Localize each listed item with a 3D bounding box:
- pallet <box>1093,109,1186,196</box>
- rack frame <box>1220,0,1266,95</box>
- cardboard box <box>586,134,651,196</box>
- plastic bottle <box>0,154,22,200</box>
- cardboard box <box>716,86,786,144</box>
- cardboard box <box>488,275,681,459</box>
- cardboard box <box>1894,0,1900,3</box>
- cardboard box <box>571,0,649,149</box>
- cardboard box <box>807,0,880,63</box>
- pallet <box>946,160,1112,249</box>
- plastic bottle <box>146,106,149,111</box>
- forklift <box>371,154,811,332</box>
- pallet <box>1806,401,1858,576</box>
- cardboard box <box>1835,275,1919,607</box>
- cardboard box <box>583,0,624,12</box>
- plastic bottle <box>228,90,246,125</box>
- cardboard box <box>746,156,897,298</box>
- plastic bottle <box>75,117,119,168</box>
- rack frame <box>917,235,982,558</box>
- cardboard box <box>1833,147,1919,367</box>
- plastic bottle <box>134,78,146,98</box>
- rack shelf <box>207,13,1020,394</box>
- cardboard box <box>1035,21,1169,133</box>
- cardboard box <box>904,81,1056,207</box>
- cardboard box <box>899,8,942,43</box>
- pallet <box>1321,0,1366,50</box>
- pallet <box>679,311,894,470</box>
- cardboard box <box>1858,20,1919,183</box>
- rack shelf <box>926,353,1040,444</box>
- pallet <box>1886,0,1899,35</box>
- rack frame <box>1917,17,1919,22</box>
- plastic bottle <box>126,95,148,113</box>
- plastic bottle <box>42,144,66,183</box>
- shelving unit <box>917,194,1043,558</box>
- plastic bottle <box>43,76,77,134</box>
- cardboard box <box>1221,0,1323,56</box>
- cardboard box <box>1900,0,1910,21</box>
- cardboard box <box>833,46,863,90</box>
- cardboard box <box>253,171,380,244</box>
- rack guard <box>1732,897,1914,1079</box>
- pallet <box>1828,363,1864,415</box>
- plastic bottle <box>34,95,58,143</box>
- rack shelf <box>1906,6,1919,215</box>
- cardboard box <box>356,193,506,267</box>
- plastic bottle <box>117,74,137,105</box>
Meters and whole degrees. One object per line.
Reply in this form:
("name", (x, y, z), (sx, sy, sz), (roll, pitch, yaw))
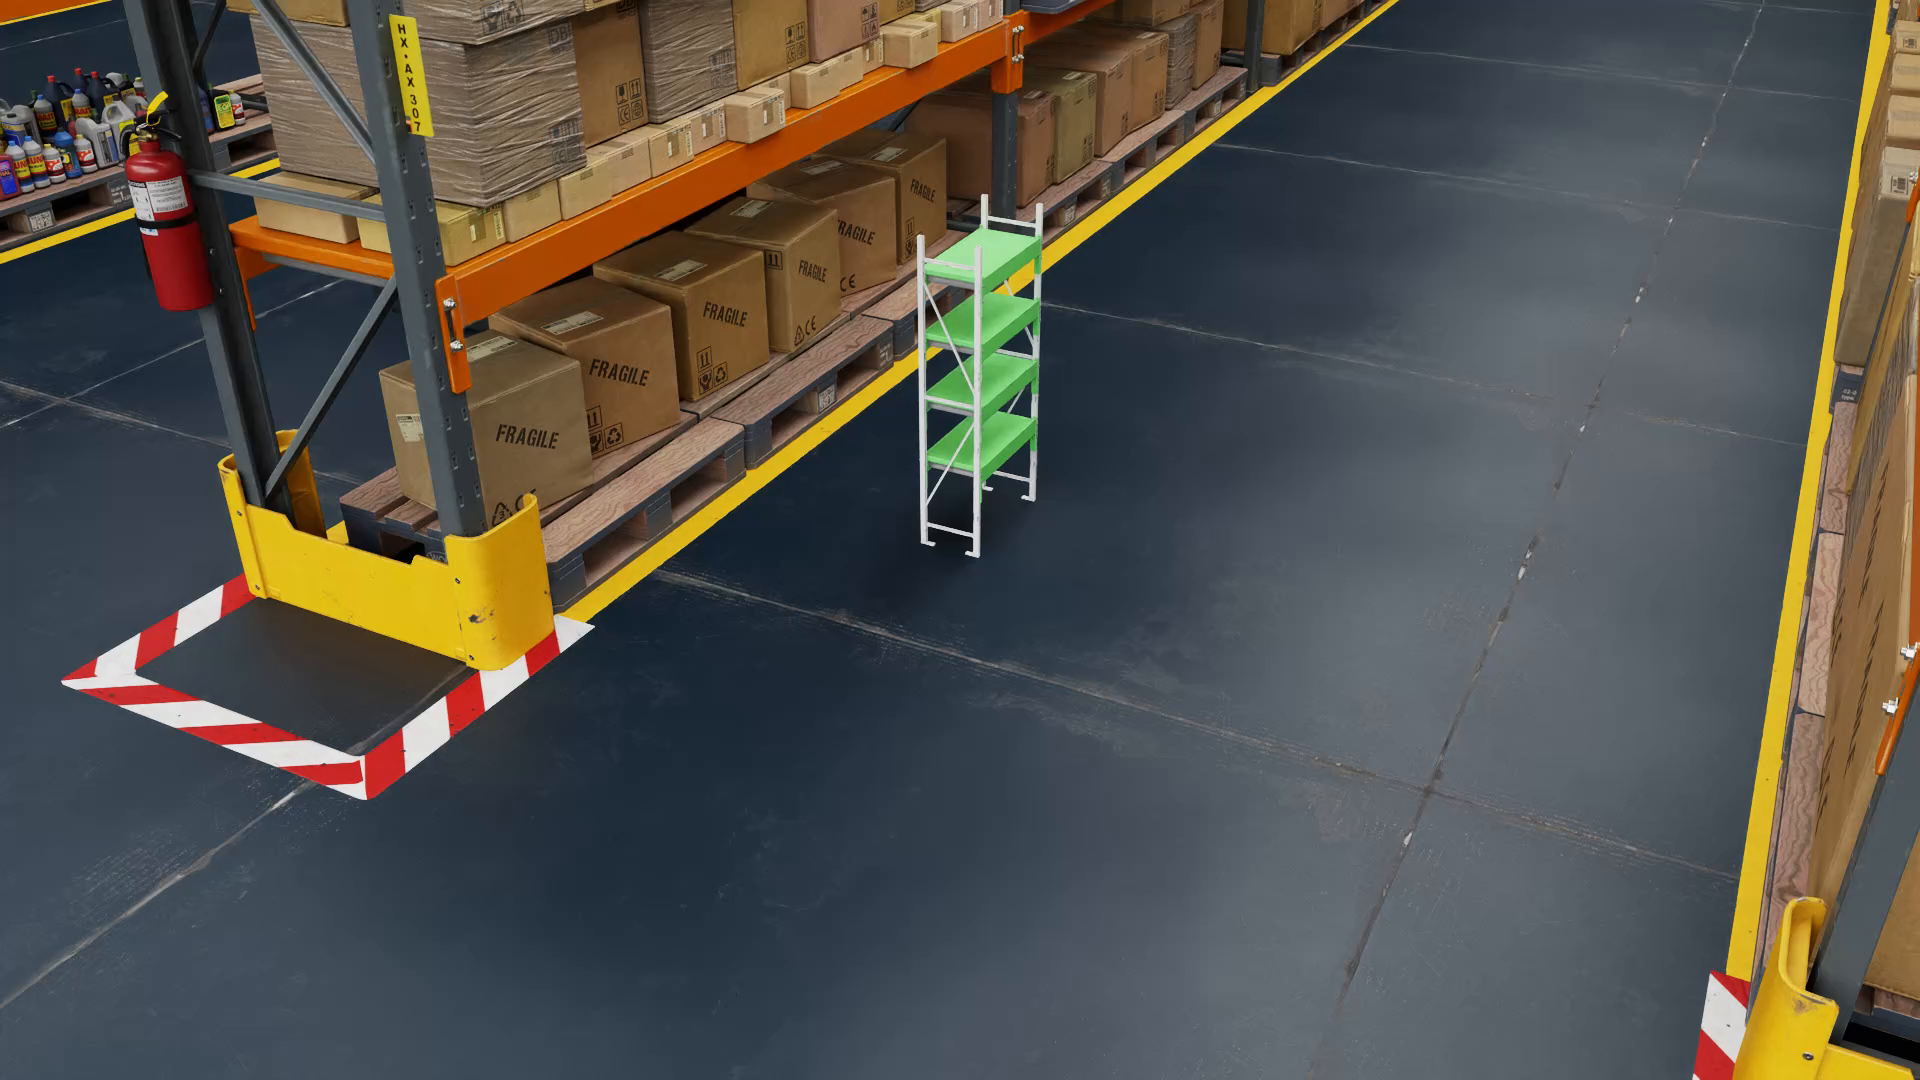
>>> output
("pallet", (0.727, -2.483, 10.362), (1.003, 0.211, 1.213), (14, 33, 23))
("rack frame", (1.641, -4.577, 11.209), (1.000, 3.000, 0.127), (14, 33, 23))
("cardboard box", (-1.308, -1.324, 5.795), (0.380, 0.149, 0.250), (14, 33, 23))
("plastic bottle", (-5.190, -1.997, 9.001), (0.061, 0.283, 0.133), (15, 33, 24))
("cardboard box", (-0.892, -1.637, 6.341), (0.380, 0.149, 0.250), (14, 33, 23))
("cardboard box", (-1.462, -0.675, 6.502), (0.500, 0.500, 0.500), (24, 38, 36))
("cardboard box", (7.708, -4.378, 13.302), (0.380, 0.149, 0.250), (15, 33, 24))
("cardboard box", (-1.608, -1.690, 5.781), (0.875, 0.500, 0.500), (14, 33, 23))
("cardboard box", (-0.839, -2.333, 6.901), (0.875, 0.500, 0.500), (14, 33, 23))
("pallet", (0.172, -1.940, 9.417), (1.003, 0.211, 1.213), (14, 33, 23))
("plastic bottle", (-4.715, -2.534, 9.869), (0.144, 0.351, 0.185), (13, 32, 21))
("forklift", (-1.714, -2.899, 8.356), (1.130, 2.935, 3.031), (16, 33, 25))
("pallet", (3.772, -0.106, 6.222), (1.003, 0.211, 1.213), (14, 33, 23))
("cardboard box", (3.432, -0.232, 5.353), (0.875, 0.875, 0.875), (15, 33, 24))
("cardboard box", (-1.276, -2.039, 5.385), (0.500, 0.500, 0.500), (14, 33, 23))
("plastic bottle", (-4.478, -2.674, 10.262), (0.097, 0.201, 0.097), (0, 30, 0))
("cardboard box", (-0.653, -1.478, 7.901), (0.500, 0.500, 0.500), (-26, 39, -37))
("plastic bottle", (-4.939, -2.287, 9.514), (0.152, 0.276, 0.135), (15, 33, 24))
("rack frame", (-0.036, -0.486, 5.891), (0.240, 1.200, 0.015), (14, 33, 23))
("cardboard box", (4.391, -1.136, 7.054), (1.050, 0.750, 0.750), (14, 33, 23))
("plastic bottle", (-5.172, -2.818, 10.514), (0.097, 0.201, 0.097), (0, 30, 0))
("rack shelf", (-1.092, -1.606, 6.756), (1.077, 0.370, 4.000), (14, 33, 23))
("cardboard box", (0.860, -2.881, 10.323), (0.700, 0.500, 0.500), (17, 34, 27))
("cardboard box", (0.117, -2.178, 9.100), (0.700, 0.500, 0.500), (12, 32, 20))
("cardboard box", (-0.307, -2.327, 7.543), (0.380, 0.149, 0.250), (14, 33, 23))
("pallet", (2.624, -4.239, 13.421), (1.003, 0.211, 1.213), (14, 33, 23))
("pallet", (-1.010, -0.746, 7.338), (1.003, 0.211, 1.213), (14, 33, 23))
("cardboard box", (5.653, -2.364, 9.193), (1.050, 0.750, 0.750), (14, 33, 23))
("rack shelf", (0.075, -0.538, 6.111), (0.258, 0.148, 0.480), (14, 33, 23))
("pallet", (8.107, -4.277, 13.486), (1.003, 0.211, 1.213), (14, 33, 23))
("rack frame", (6.010, -3.407, 9.172), (1.000, 3.000, 0.127), (14, 33, 23))
("plastic bottle", (-4.858, -2.524, 9.926), (0.152, 0.276, 0.135), (14, 33, 23))
("plastic bottle", (-5.063, -2.105, 9.272), (0.097, 0.201, 0.097), (0, 30, 0))
("shelving unit", (0.075, -0.594, 6.079), (0.258, 1.200, 0.503), (14, 33, 23))
("plastic bottle", (-5.414, -2.623, 10.023), (0.144, 0.351, 0.185), (13, 32, 21))
("cardboard box", (1.974, -4.139, 12.158), (1.225, 0.875, 0.875), (13, 32, 21))
("cardboard box", (6.544, -3.324, 11.115), (0.500, 0.500, 0.500), (13, 32, 21))
("cardboard box", (-0.631, -1.990, 6.956), (0.380, 0.149, 0.250), (14, 33, 23))
("cardboard box", (-2.057, -1.095, 5.397), (0.380, 0.149, 0.250), (14, 33, 23))
("rack guard", (2.355, 1.234, 3.600), (1.175, 0.500, 0.348), (14, 33, 23))
("pallet", (4.472, -0.784, 7.404), (1.003, 0.211, 1.213), (14, 33, 23))
("plastic bottle", (-5.447, -2.514, 9.914), (0.097, 0.271, 0.097), (0, 30, 0))
("rack shelf", (5.099, -2.209, 7.807), (1.077, 0.370, 4.000), (14, 33, 23))
("cardboard box", (-1.662, -0.994, 5.222), (0.380, 0.149, 0.250), (14, 33, 23))
("plastic bottle", (-5.154, -2.725, 10.270), (0.061, 0.283, 0.133), (14, 33, 23))
